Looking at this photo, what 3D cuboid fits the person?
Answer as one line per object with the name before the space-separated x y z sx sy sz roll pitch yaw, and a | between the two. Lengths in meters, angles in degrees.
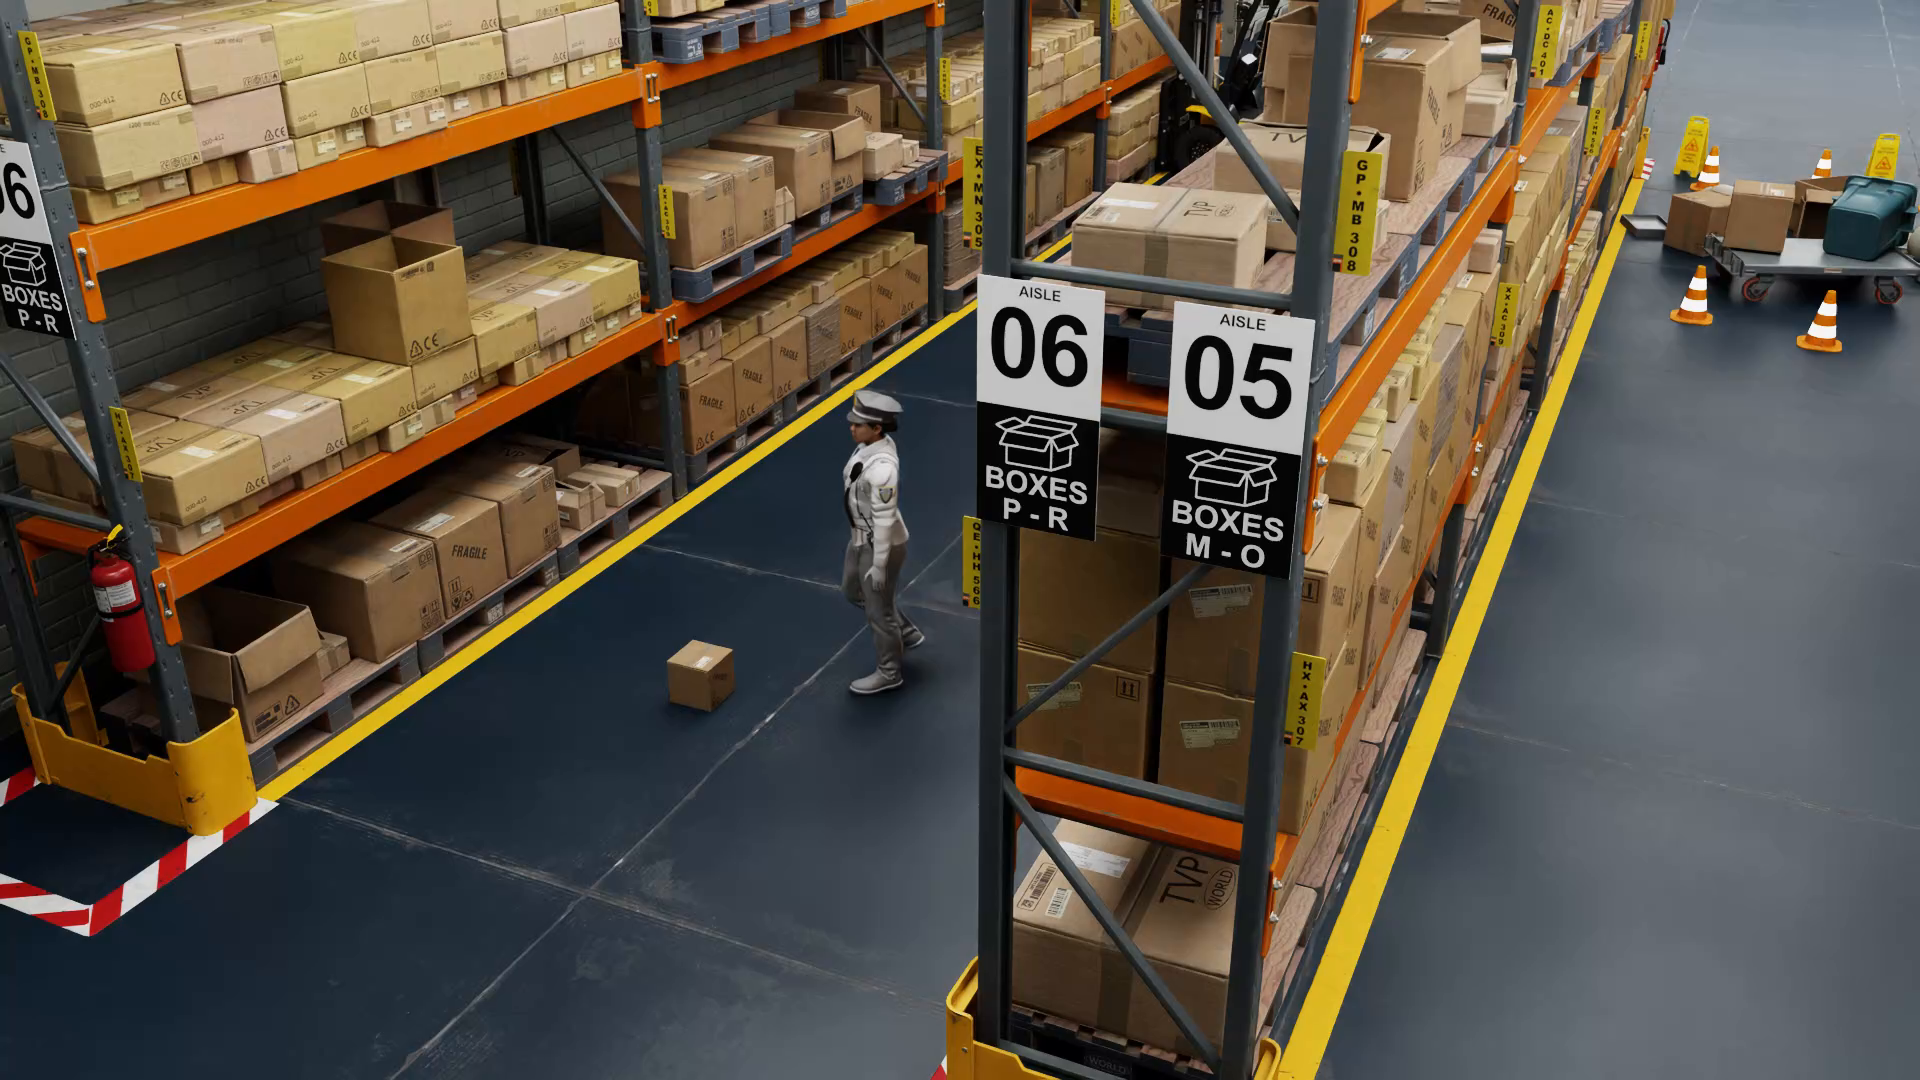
person | -0.386 0.016 8.548 0.440 1.683 0.514 -4 27 -8
